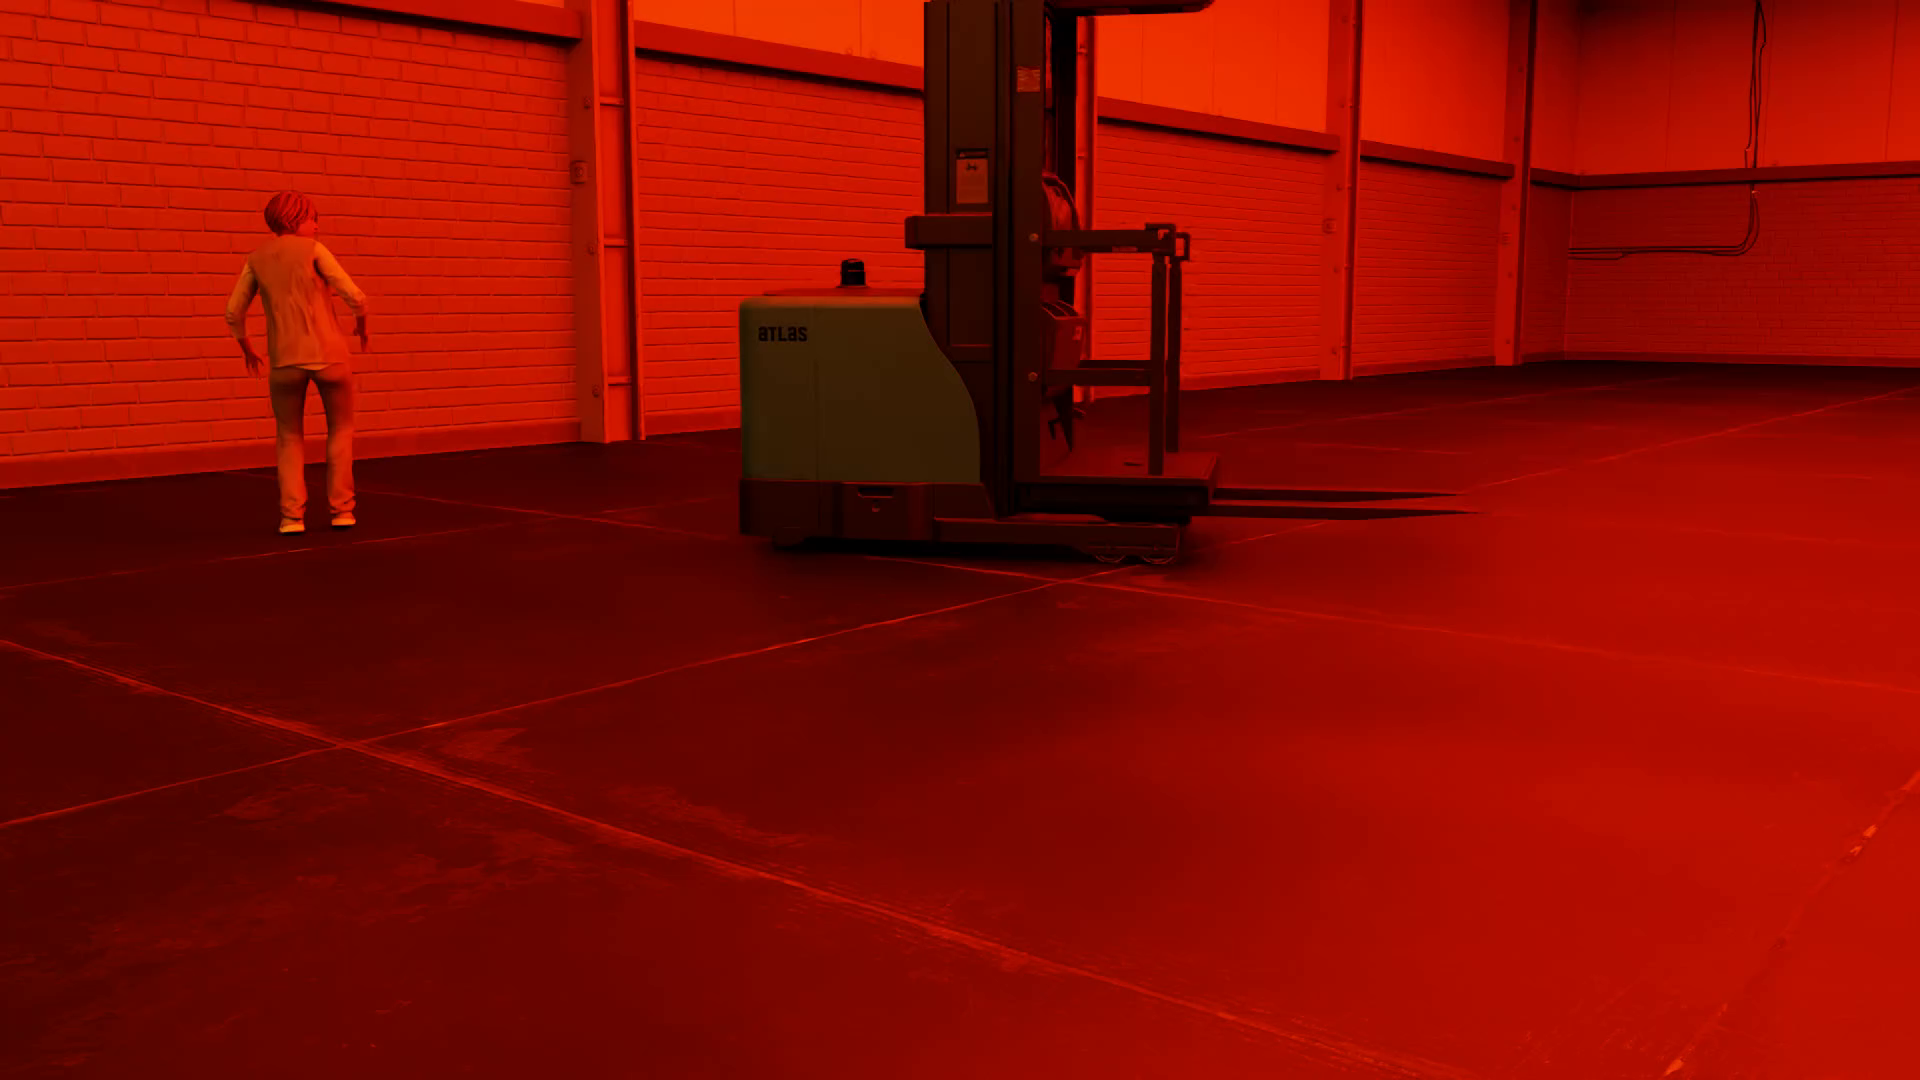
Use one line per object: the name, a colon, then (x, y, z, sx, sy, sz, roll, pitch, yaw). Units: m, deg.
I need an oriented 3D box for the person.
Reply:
person: (-3.016, -0.796, 7.619, 0.641, 1.539, 0.452, -1, 8, -7)

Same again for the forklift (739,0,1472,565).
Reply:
forklift: (0.624, -1.433, 7.073, 3.031, 2.935, 1.130, 2, 8, 11)
